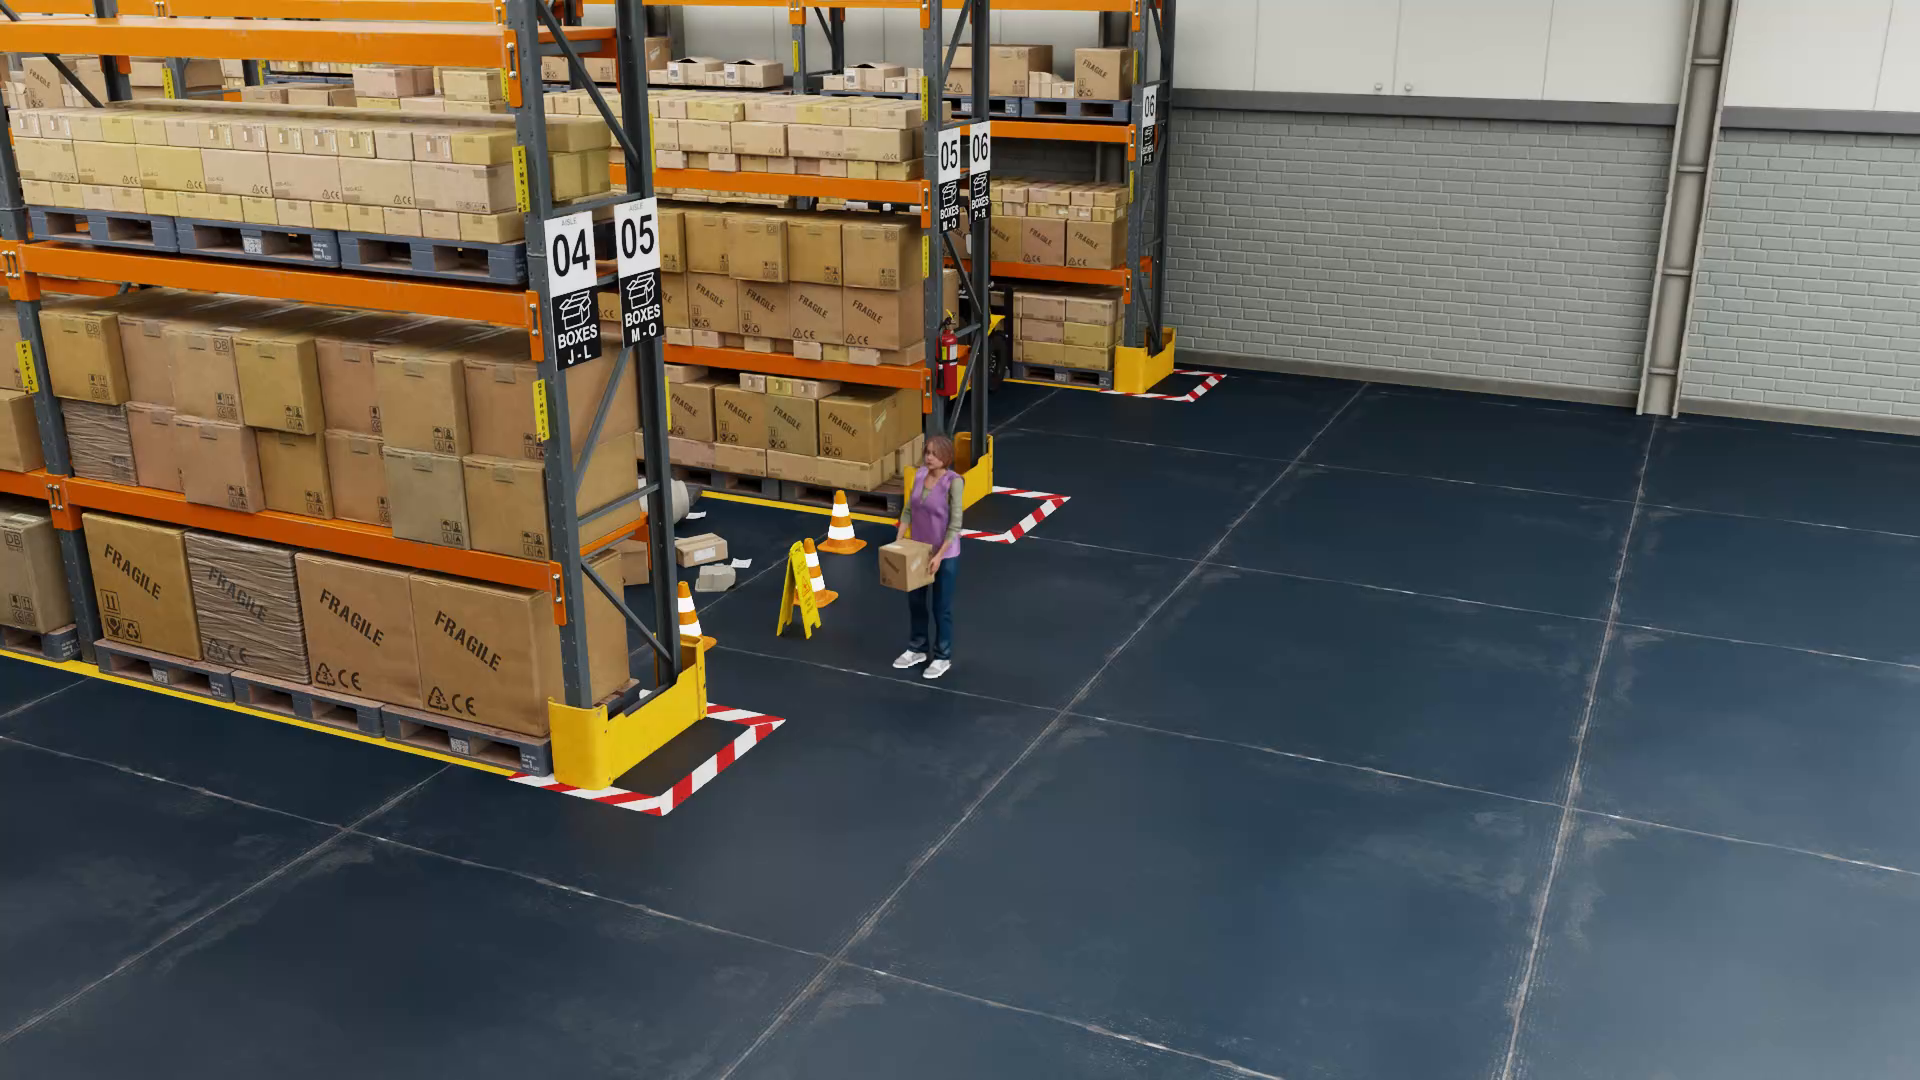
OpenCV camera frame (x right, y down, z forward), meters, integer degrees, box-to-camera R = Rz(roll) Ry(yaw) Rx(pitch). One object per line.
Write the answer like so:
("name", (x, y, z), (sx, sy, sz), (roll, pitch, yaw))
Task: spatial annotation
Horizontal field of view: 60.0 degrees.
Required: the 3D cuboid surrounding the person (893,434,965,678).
("person", (-0.197, 0.106, 10.772), (0.455, 1.601, 0.417), (14, 24, 35))
